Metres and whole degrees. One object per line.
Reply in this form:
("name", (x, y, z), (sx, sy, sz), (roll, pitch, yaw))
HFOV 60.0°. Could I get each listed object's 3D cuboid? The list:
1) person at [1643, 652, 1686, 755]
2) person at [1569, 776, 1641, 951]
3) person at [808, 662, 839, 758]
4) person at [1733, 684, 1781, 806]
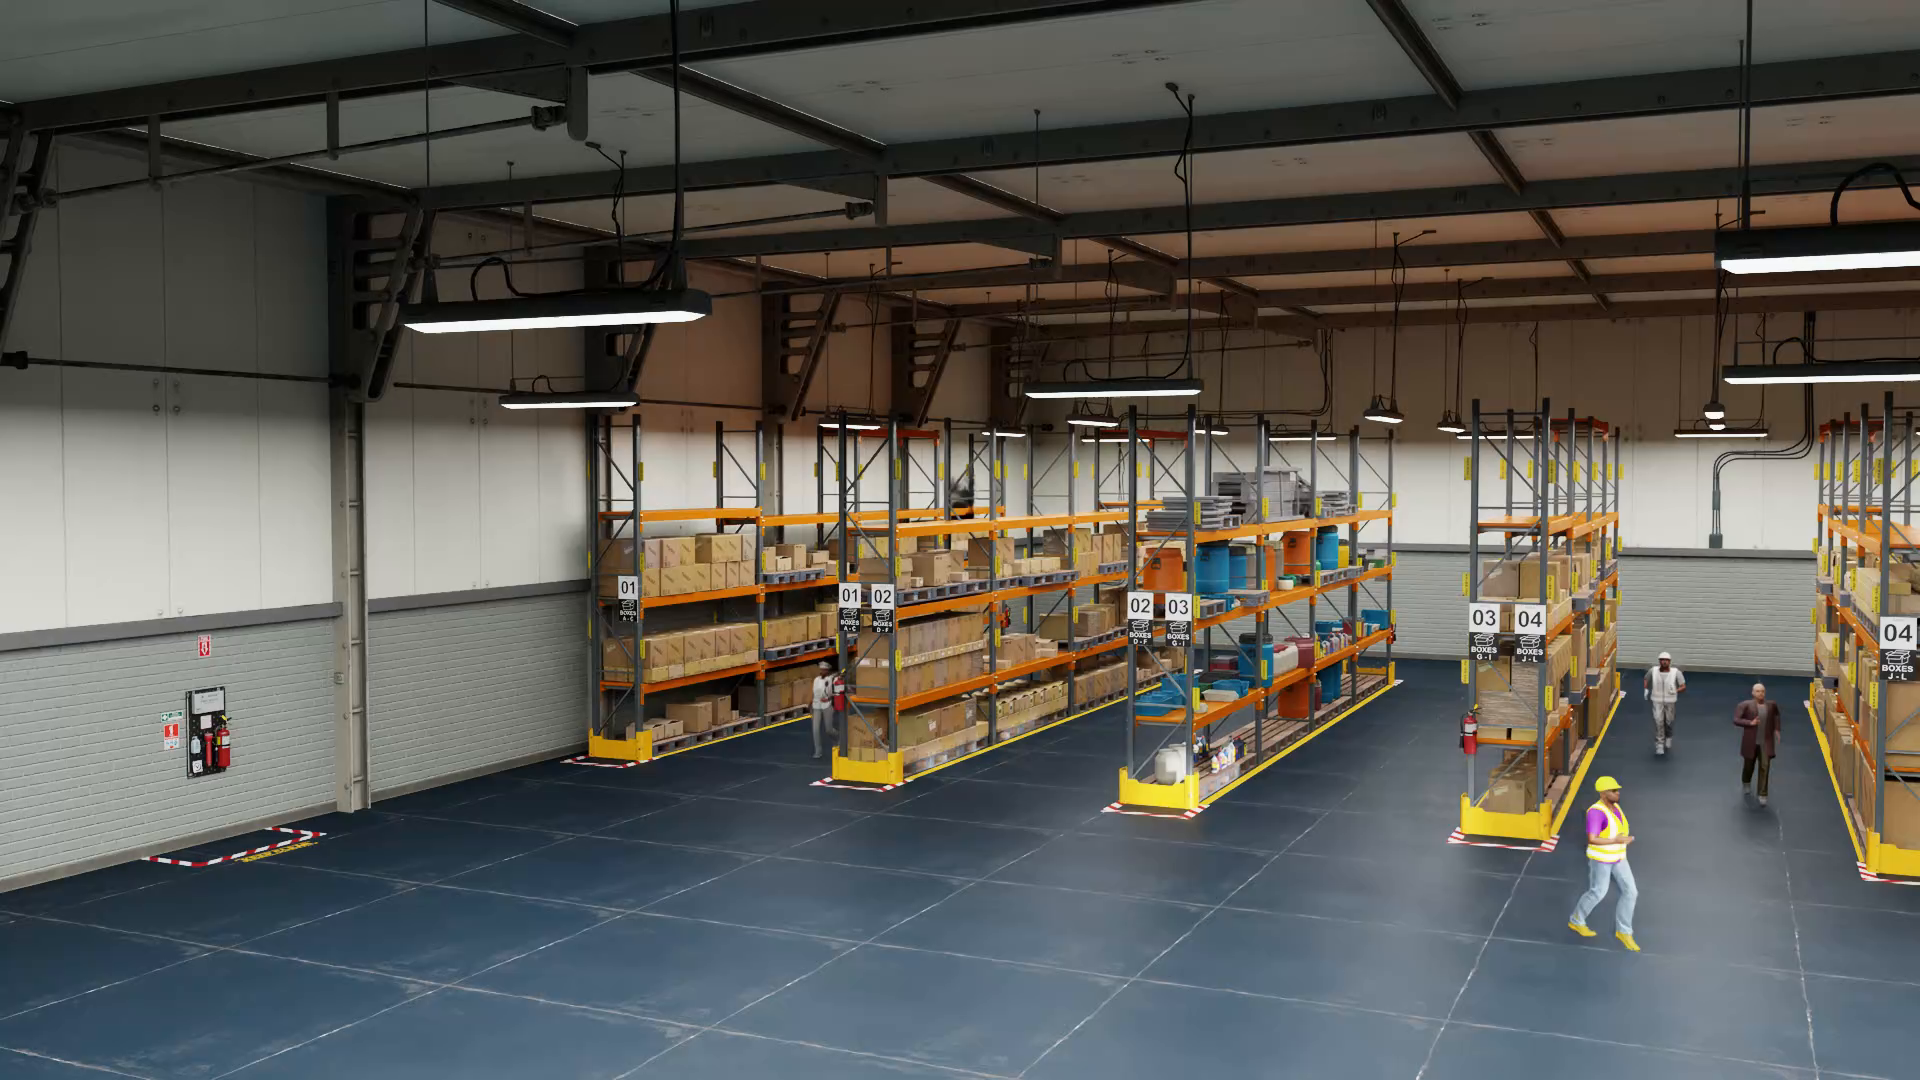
("person", (12.516, 2.877, 29.557), (0.701, 1.780, 0.913), (1, 3, 23))
("person", (6.804, 3.400, 17.533), (0.676, 1.831, 0.787), (-2, 3, -35))
("person", (-2.392, 2.961, 29.237), (0.588, 1.667, 0.815), (1, 2, 19))
("person", (12.042, 3.045, 25.125), (0.703, 1.764, 1.059), (1, 2, 15))
